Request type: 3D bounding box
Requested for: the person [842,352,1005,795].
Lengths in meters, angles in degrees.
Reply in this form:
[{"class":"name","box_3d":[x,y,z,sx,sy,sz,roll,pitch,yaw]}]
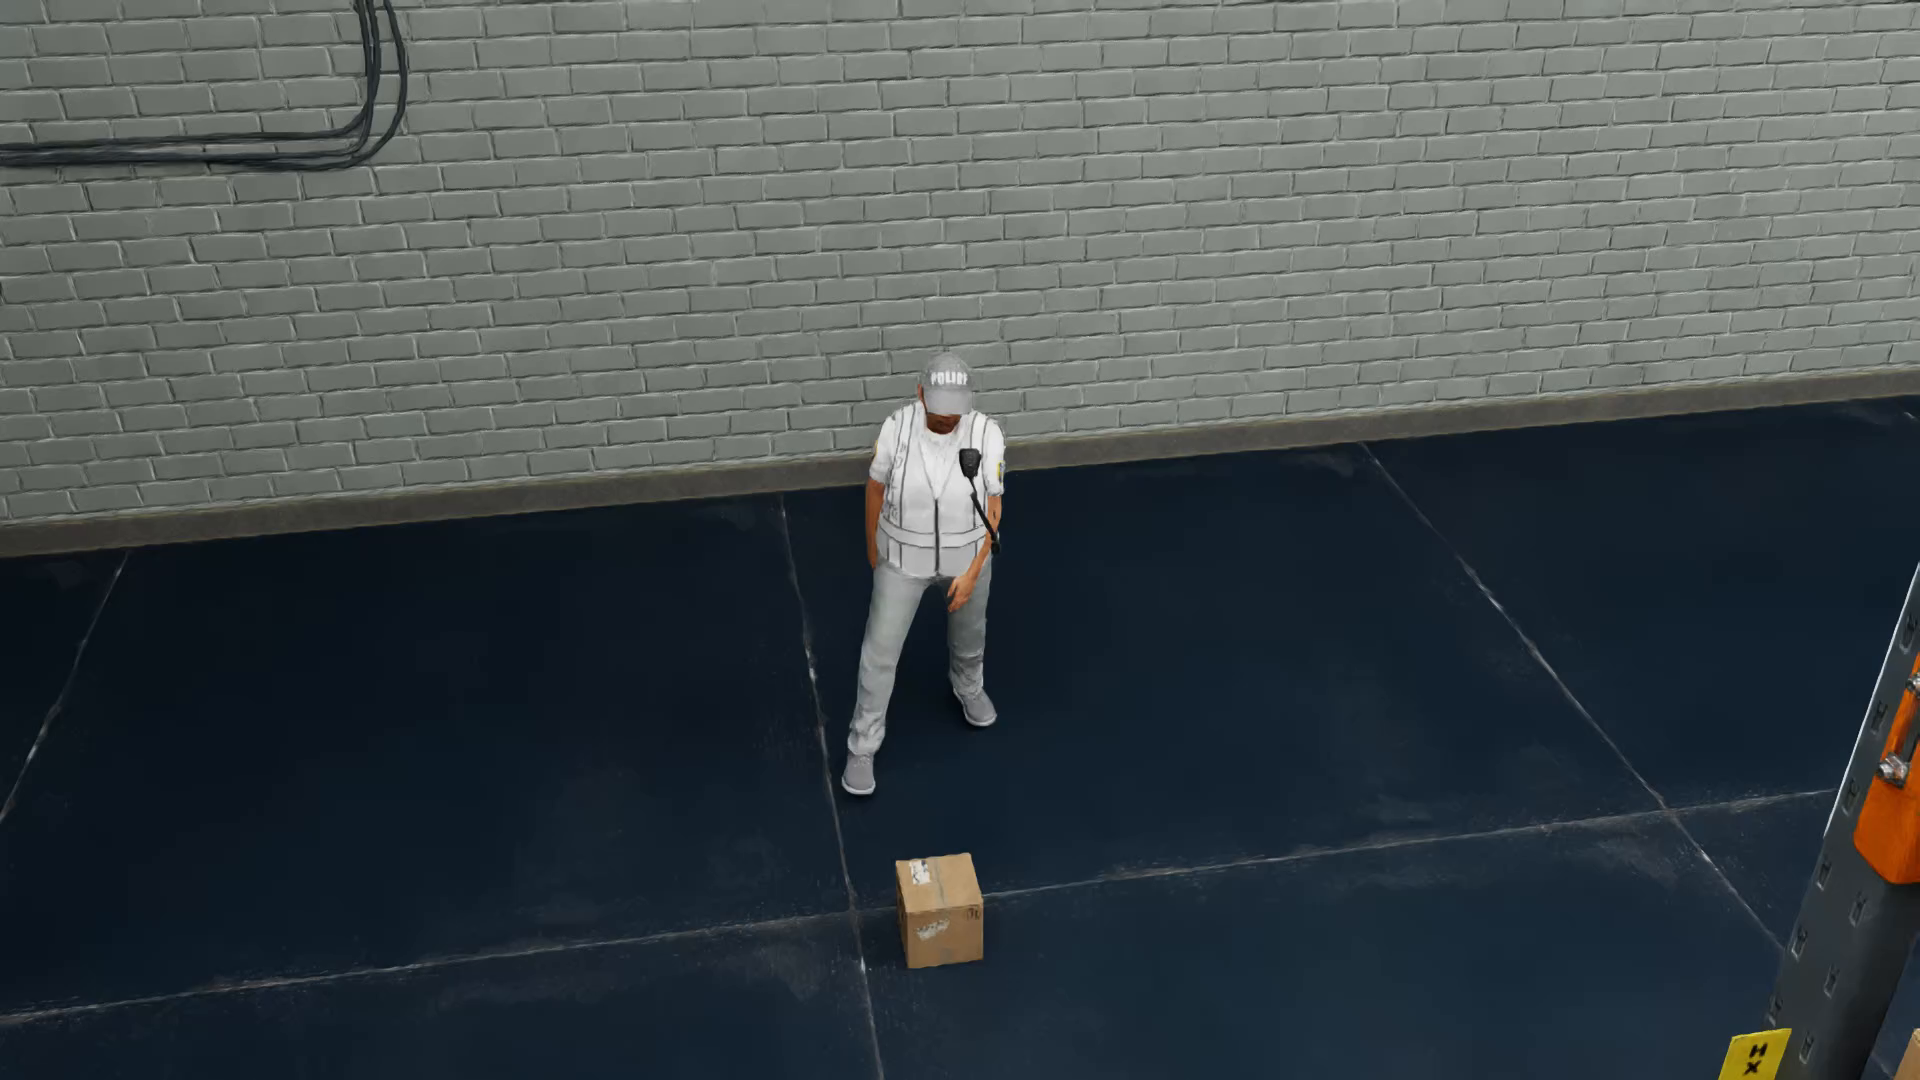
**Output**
[{"class":"person","box_3d":[-0.147,0.080,5.987,0.615,1.631,0.703,-2,31,-3]}]
